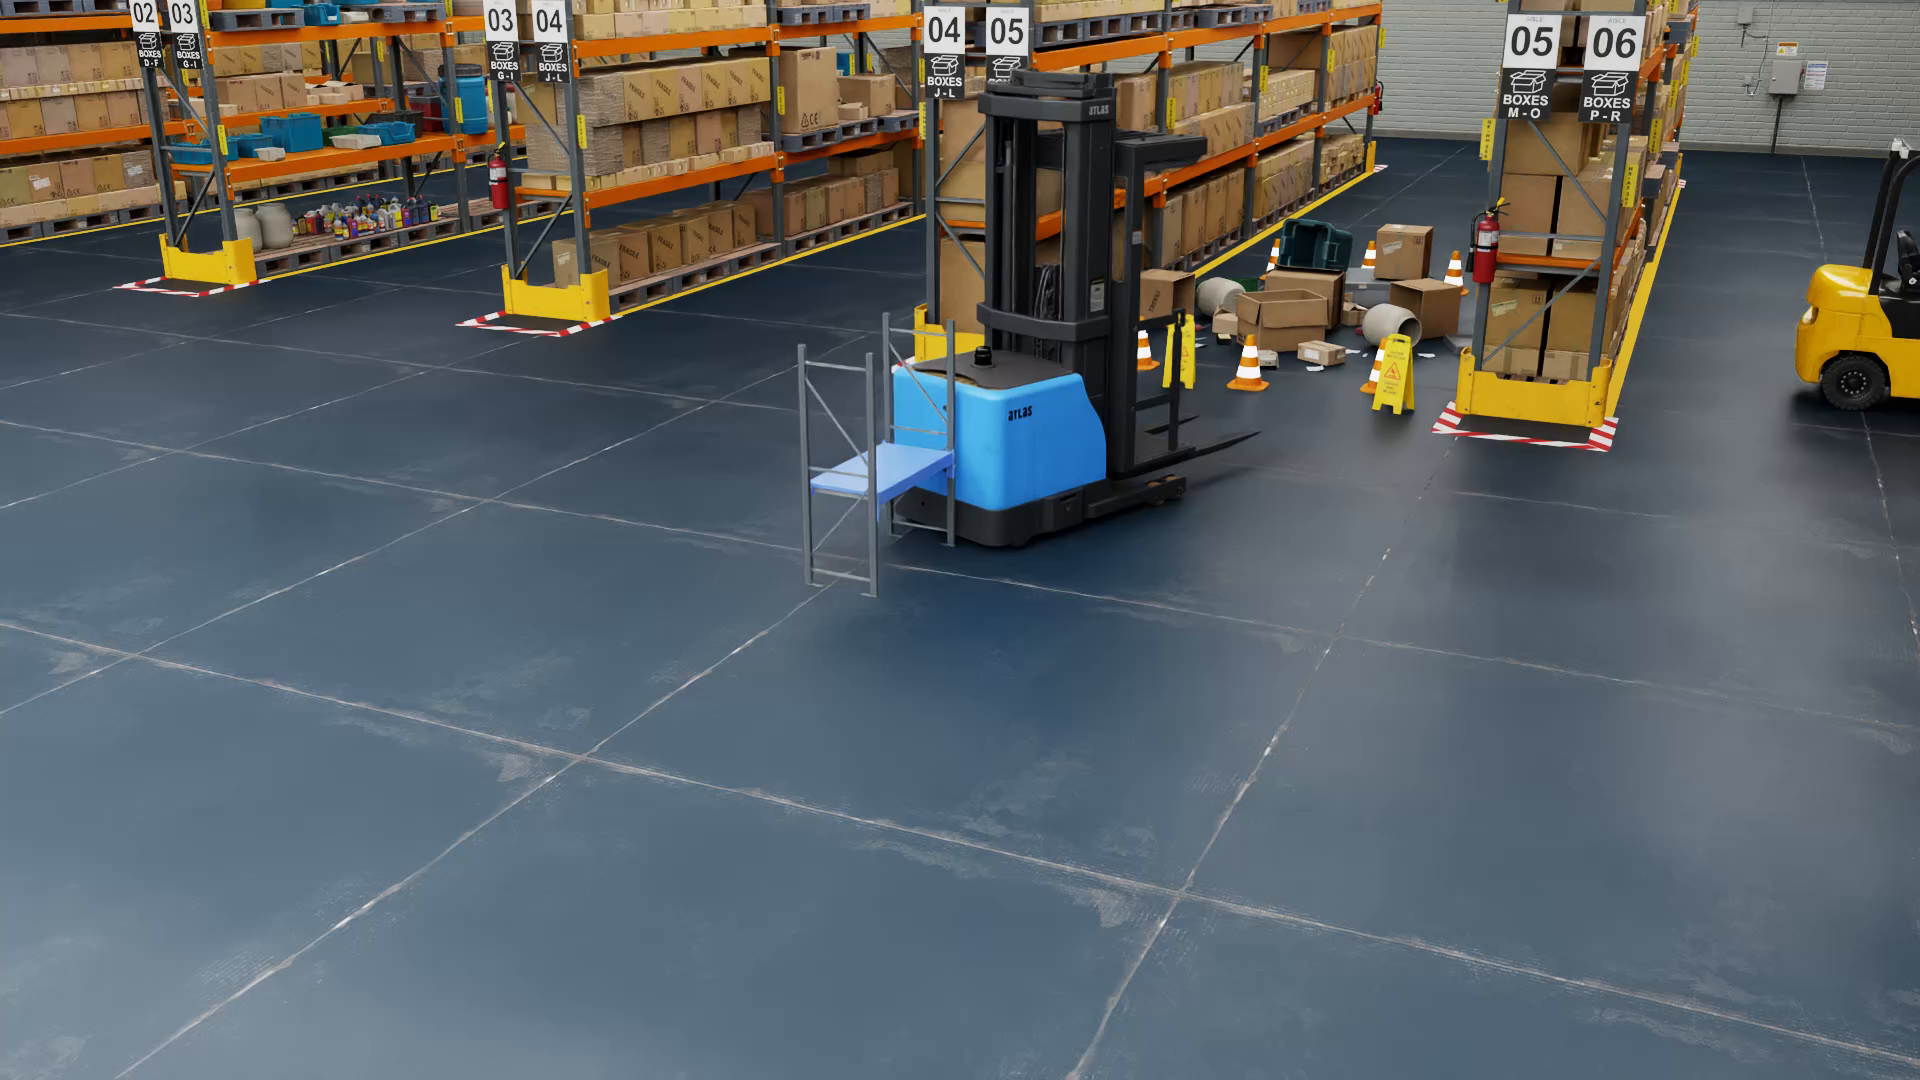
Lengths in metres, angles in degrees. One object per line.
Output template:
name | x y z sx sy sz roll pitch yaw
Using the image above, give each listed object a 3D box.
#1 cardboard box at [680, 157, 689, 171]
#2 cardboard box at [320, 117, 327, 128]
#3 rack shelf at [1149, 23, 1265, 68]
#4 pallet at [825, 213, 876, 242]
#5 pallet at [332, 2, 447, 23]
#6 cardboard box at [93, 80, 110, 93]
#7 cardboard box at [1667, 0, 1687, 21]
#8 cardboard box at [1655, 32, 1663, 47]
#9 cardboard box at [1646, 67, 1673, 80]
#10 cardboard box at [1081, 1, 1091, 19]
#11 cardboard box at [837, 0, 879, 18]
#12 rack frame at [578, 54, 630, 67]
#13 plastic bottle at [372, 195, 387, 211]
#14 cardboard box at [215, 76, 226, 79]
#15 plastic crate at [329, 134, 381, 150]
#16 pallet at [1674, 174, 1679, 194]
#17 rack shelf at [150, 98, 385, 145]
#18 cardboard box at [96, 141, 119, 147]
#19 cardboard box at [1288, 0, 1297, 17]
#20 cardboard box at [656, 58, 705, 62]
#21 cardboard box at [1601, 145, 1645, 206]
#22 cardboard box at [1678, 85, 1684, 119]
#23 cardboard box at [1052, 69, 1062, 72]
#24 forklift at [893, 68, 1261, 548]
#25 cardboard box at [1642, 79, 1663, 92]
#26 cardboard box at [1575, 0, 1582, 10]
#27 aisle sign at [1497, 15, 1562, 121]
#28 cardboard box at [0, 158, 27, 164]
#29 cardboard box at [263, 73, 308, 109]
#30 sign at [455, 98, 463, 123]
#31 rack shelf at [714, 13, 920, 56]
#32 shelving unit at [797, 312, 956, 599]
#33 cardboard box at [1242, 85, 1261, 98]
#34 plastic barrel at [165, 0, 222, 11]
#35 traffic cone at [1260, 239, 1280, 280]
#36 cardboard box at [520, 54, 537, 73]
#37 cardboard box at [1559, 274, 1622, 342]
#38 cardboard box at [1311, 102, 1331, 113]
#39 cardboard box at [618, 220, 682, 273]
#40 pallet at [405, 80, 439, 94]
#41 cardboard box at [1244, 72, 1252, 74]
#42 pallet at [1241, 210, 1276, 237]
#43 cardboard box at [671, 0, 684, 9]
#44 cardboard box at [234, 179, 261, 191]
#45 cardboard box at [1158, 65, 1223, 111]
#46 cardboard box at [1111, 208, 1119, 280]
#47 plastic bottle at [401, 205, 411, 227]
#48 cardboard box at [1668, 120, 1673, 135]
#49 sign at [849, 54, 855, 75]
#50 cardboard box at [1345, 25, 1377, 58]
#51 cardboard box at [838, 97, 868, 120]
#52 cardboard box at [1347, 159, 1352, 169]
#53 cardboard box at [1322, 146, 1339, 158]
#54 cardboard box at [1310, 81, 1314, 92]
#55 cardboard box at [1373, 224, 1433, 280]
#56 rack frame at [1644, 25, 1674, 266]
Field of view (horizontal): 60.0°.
cardboard box | -3.300 -4.267 18.865 0.380 0.149 0.250 9 21 23
cardboard box | -13.108 -8.467 32.881 0.750 0.750 0.750 9 21 23
rack shelf | 2.623 -5.988 19.926 1.077 0.370 4.000 9 21 23
pallet | -1.864 -4.312 22.779 1.003 0.211 1.213 9 21 23
pallet | -7.405 -6.784 21.372 1.213 0.211 1.003 9 21 23
cardboard box | -12.050 -6.303 23.099 0.380 0.149 0.250 8 21 22
cardboard box | 6.966 -5.318 16.566 0.500 0.250 0.500 8 21 21
cardboard box | 6.511 -4.810 15.916 0.380 0.149 0.250 9 21 23
cardboard box | 8.424 -5.512 20.350 0.500 0.500 0.500 8 21 21
cardboard box | 1.012 -4.989 15.643 0.380 0.149 0.250 9 21 23
cardboard box | -1.412 -7.093 22.185 0.500 0.250 0.500 9 22 24
rack frame | -5.561 -6.916 25.939 1.000 3.000 0.127 9 21 23
plastic bottle | -7.776 -4.443 22.282 0.144 0.351 0.185 9 21 23
cardboard box | -13.867 -8.555 30.893 0.380 0.149 0.250 9 21 24
plastic crate | -7.632 -5.038 21.052 0.530 0.136 0.437 9 21 23
pallet | 11.019 -5.753 26.831 1.003 0.211 1.213 9 21 23
rack shelf | -10.897 -6.646 26.255 1.077 0.370 4.000 9 21 23
cardboard box | -15.163 -6.936 29.070 0.700 0.500 0.500 9 21 23
cardboard box | 4.317 -7.431 22.761 0.500 0.500 0.500 9 21 23
cardboard box | -3.299 -5.416 19.637 0.500 0.500 0.500 9 21 23
cardboard box | 5.993 -3.354 15.329 0.500 0.500 0.500 9 22 24
cardboard box | 10.487 -6.558 24.785 0.500 0.500 0.500 9 21 23
cardboard box | 1.443 -8.303 28.499 0.500 0.500 0.500 8 21 21
forklift | 0.961 -1.733 11.468 3.031 2.935 1.130 -18 26 -40
cardboard box | 7.587 -5.029 18.444 0.380 0.149 0.250 7 21 20
cardboard box | 4.972 -4.470 13.770 0.380 0.149 0.250 9 21 23
aisle sign | 4.433 -3.677 12.951 0.394 0.787 0.004 9 21 23
cardboard box | -13.010 -4.919 22.683 0.500 0.500 0.500 9 21 23
cardboard box | -10.750 -7.129 26.388 0.500 0.500 0.500 7 21 20
sign | -6.701 -5.745 22.233 0.100 0.325 0.005 9 21 23
rack shelf | -1.861 -6.699 21.927 1.077 0.370 4.000 9 21 23
shelving unit | -0.489 -0.548 10.271 0.538 1.500 1.048 10 22 25
cardboard box | 3.810 -6.001 22.226 0.380 0.149 0.250 9 21 23
plastic barrel | -8.753 -6.450 18.884 0.600 0.830 0.708 9 21 23
traffic cone | 3.731 -3.310 19.585 0.336 0.463 0.334 9 21 23
cardboard box | -7.983 -8.985 31.608 0.500 0.500 0.500 9 22 24
cardboard box | 5.525 -2.063 14.651 0.500 0.500 0.500 8 21 21
cardboard box | 5.494 -6.671 25.625 0.380 0.149 0.250 9 22 25
cardboard box | -3.560 -3.376 19.088 0.500 0.500 0.500 11 22 28
pallet | -9.286 -8.102 29.559 1.003 0.211 1.213 9 21 23
cardboard box | 4.178 -6.810 24.502 0.380 0.149 0.250 8 21 22
pallet | 3.763 -4.450 23.166 1.003 0.211 1.213 9 21 23
cardboard box | -3.275 -5.931 18.322 0.380 0.149 0.250 8 21 21
cardboard box | -11.114 -5.522 25.496 0.500 0.250 0.500 9 22 24
cardboard box | 2.835 -5.595 20.584 0.700 0.500 0.500 8 21 22
cardboard box | 1.117 -3.040 17.585 0.875 0.875 0.875 9 21 23
plastic bottle | -7.307 -4.270 21.896 0.061 0.283 0.133 10 22 26
cardboard box | 9.474 -5.702 22.748 0.500 0.250 0.500 8 21 22
sign | -1.550 -6.857 24.046 0.100 0.325 0.005 9 21 23
cardboard box | 6.757 -8.455 28.181 0.500 0.500 0.500 8 21 22
cardboard box | -1.478 -5.824 22.443 0.396 0.266 0.258 8 21 21
cardboard box | 6.356 -6.310 27.864 0.380 0.149 0.250 8 21 20
cardboard box | 5.900 -6.269 26.860 0.380 0.149 0.250 9 21 24
cardboard box | 5.097 -6.819 24.970 0.380 0.149 0.250 9 22 24
cardboard box | 4.725 -3.068 17.719 0.500 0.500 0.500 9 21 23
rack frame | 7.999 -4.877 20.205 1.000 3.000 0.127 9 21 23
